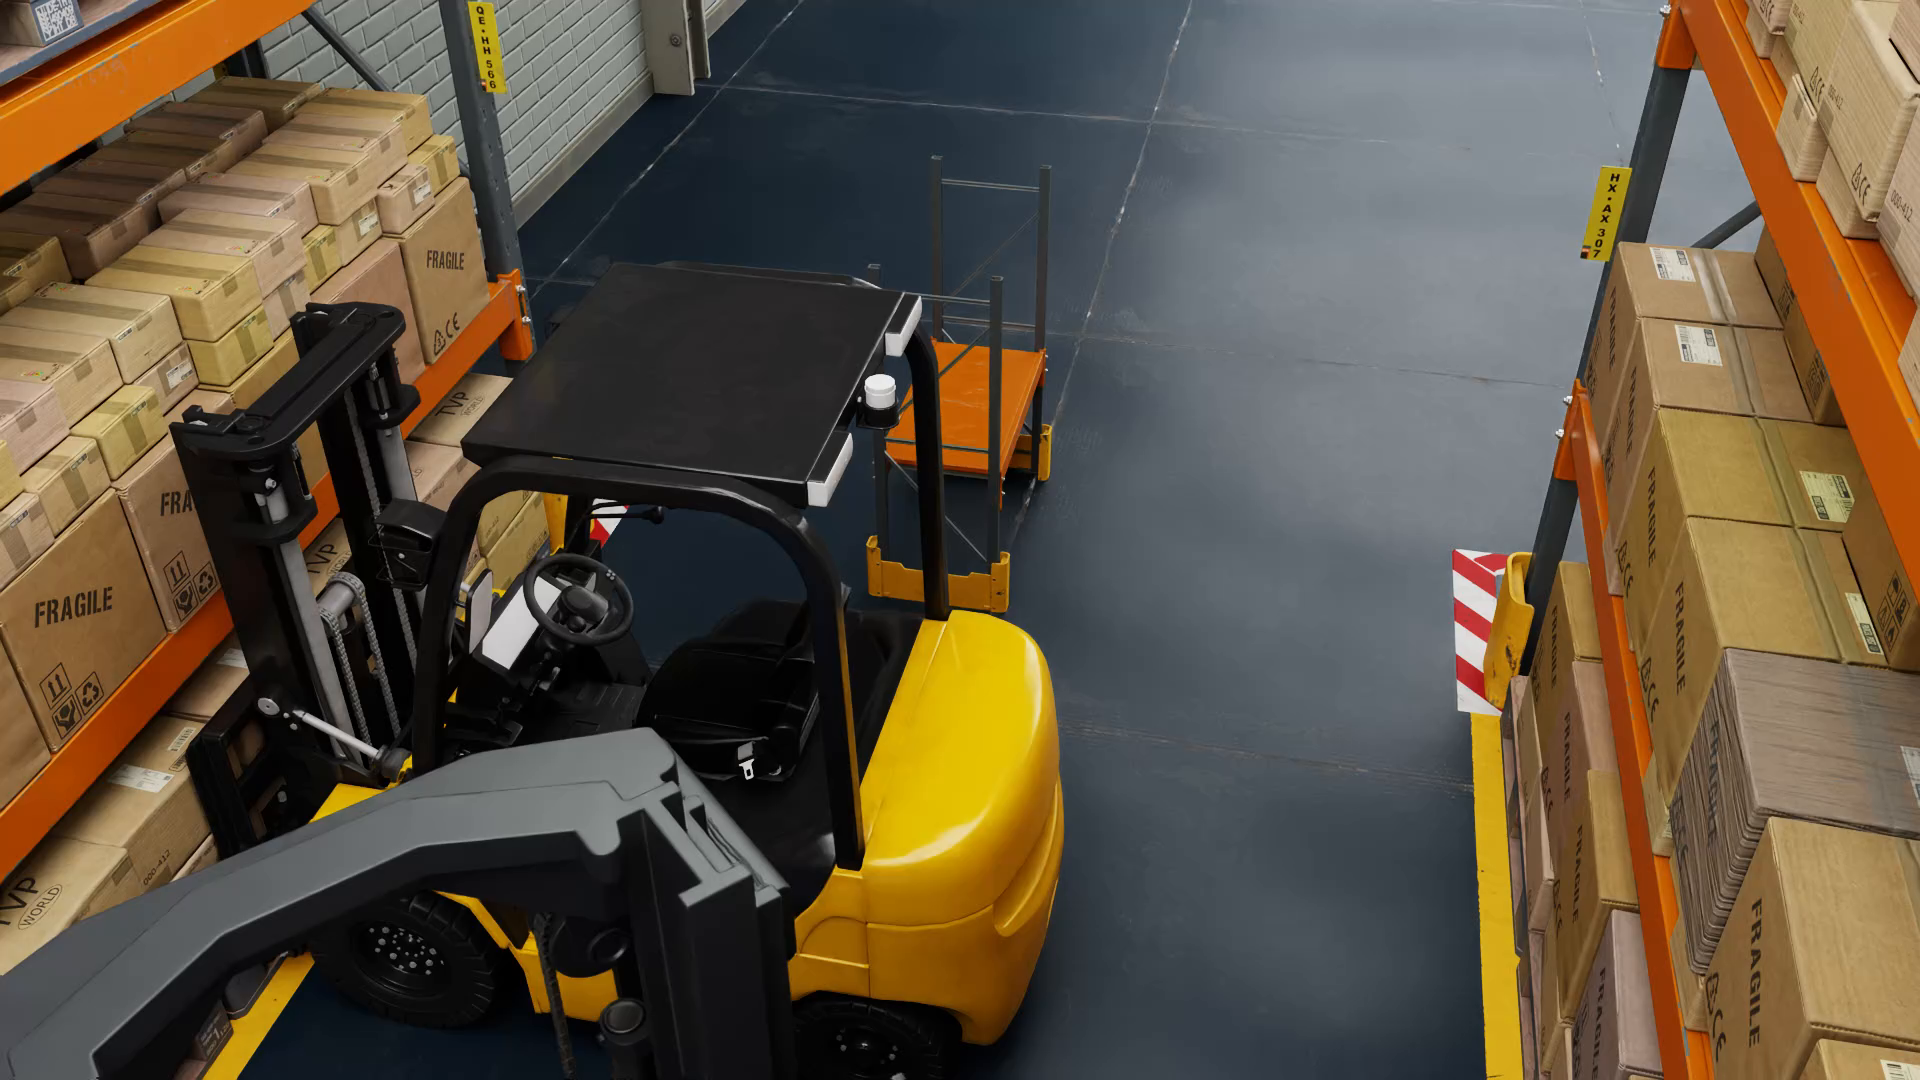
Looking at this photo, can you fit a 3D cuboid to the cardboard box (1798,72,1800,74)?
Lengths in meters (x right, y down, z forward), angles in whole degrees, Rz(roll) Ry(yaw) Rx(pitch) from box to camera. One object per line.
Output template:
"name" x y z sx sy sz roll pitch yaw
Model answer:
"cardboard box" 2.109 -0.999 3.731 0.380 0.149 0.250 6 36 9

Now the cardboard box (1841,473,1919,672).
"cardboard box" 2.376 -0.025 3.538 0.700 0.500 0.500 7 37 10

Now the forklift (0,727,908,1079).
"forklift" -0.329 1.828 2.230 1.130 2.935 3.031 -23 42 -28

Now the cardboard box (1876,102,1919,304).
"cardboard box" 1.845 -0.491 2.690 0.500 0.250 0.500 7 36 9

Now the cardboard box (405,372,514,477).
"cardboard box" -2.006 -0.422 6.409 0.500 0.250 0.500 8 37 12

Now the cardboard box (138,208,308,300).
"cardboard box" -2.207 -0.860 4.988 0.380 0.149 0.250 8 37 11

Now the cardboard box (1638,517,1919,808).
"cardboard box" 1.950 0.315 3.921 0.500 0.500 0.500 7 36 9

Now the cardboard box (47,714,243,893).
"cardboard box" -2.442 0.752 4.790 0.500 0.250 0.500 9 37 12

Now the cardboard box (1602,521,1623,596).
"cardboard box" 2.088 0.056 4.831 0.380 0.149 0.250 8 37 11

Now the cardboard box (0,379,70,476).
"cardboard box" -2.511 -0.287 4.199 0.380 0.149 0.250 7 37 10

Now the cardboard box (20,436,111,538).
"cardboard box" -2.440 -0.153 4.267 0.380 0.149 0.250 6 36 8

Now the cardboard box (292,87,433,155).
"cardboard box" -2.083 -1.455 5.810 0.380 0.149 0.250 7 37 10

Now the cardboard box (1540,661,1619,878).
"cardboard box" 2.084 0.738 5.021 0.500 0.500 0.500 6 36 8

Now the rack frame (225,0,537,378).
"rack frame" -2.212 -1.263 6.437 1.000 3.000 0.127 7 37 10

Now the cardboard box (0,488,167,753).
"cardboard box" -2.514 0.177 4.365 0.500 0.500 0.500 7 37 10

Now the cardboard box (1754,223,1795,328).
"cardboard box" 2.742 -0.889 4.729 0.700 0.500 0.500 6 36 9

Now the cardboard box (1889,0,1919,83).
"cardboard box" 1.876 -0.895 2.908 0.380 0.149 0.250 8 37 11

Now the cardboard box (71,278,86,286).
"cardboard box" -2.828 -0.830 5.202 0.380 0.149 0.250 8 37 10

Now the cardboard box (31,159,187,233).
"cardboard box" -2.691 -1.082 5.295 0.380 0.149 0.250 8 37 10

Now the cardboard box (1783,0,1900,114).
"cardboard box" 2.067 -1.076 3.496 0.500 0.250 0.500 8 37 11

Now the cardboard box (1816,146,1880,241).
"cardboard box" 1.961 -0.709 3.330 0.380 0.149 0.250 6 36 9

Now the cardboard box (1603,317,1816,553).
"cardboard box" 2.158 -0.270 4.728 0.500 0.500 0.500 8 37 11

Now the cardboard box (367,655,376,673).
"cardboard box" -2.218 0.381 5.728 0.500 0.250 0.500 7 36 9

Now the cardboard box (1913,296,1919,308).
"cardboard box" 1.925 -0.408 2.915 0.380 0.149 0.250 8 37 11

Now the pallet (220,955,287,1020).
"pallet" -2.597 1.007 5.681 1.003 0.211 1.213 7 37 10

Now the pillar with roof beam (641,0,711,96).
"pillar with roof beam" 2.246 -6.306 8.283 9.100 9.000 0.400 7 37 10

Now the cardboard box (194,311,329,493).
"cardboard box" -2.290 -0.398 5.158 0.500 0.500 0.500 7 36 9

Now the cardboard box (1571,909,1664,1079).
"cardboard box" 1.863 1.333 4.202 0.500 0.500 0.500 9 37 12

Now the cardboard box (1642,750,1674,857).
"cardboard box" 1.872 0.652 4.009 0.380 0.149 0.250 8 37 10

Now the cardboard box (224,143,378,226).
"cardboard box" -2.134 -1.156 5.398 0.380 0.149 0.250 8 37 11

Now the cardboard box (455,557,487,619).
"cardboard box" -2.119 0.273 6.302 0.500 0.250 0.500 7 37 10

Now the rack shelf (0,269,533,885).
"rack shelf" -2.639 0.175 5.066 1.077 0.370 4.000 7 37 10

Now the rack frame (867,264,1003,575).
"rack frame" -0.090 -0.365 6.475 0.500 1.500 0.032 7 37 10

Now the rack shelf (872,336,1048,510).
"rack shelf" 0.018 -0.511 6.983 0.538 0.185 1.000 7 37 10

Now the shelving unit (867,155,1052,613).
"shelving unit" 0.016 -0.651 6.870 0.587 1.500 1.083 7 37 10

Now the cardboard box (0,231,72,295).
"cardboard box" -2.875 -0.790 4.892 0.380 0.149 0.250 6 36 9

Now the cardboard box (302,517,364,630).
"cardboard box" -2.207 0.162 5.603 0.500 0.250 0.500 8 37 11

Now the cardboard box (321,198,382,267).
"cardboard box" -2.153 -1.041 5.492 0.380 0.149 0.250 8 37 11

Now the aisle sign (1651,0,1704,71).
"aisle sign" 2.348 -1.770 4.921 0.394 0.787 0.004 7 37 10

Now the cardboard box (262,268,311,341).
"cardboard box" -2.228 -0.741 5.079 0.380 0.149 0.250 6 36 8

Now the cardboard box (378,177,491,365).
"cardboard box" -2.061 -0.988 5.973 0.500 0.500 0.500 7 36 9

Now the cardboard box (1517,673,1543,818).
"cardboard box" 2.195 0.728 5.675 0.500 0.250 0.500 7 37 10

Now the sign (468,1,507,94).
"sign" -1.685 -1.752 5.923 0.100 0.325 0.005 7 37 10

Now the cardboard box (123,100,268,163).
"cardboard box" -2.610 -1.376 5.701 0.380 0.149 0.250 9 37 12

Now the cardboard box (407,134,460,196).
"cardboard box" -2.012 -1.332 5.894 0.380 0.149 0.250 8 37 11

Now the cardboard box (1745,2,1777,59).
"cardboard box" 2.191 -1.297 4.142 0.380 0.149 0.250 8 37 11

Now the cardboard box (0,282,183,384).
"cardboard box" -2.405 -0.575 4.596 0.380 0.149 0.250 8 37 11

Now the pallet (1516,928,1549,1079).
"pallet" 2.151 1.688 4.741 1.003 0.211 1.213 7 37 10

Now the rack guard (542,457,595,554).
"rack guard" -2.207 -0.265 7.189 1.175 0.500 0.348 7 37 10

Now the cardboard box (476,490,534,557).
"cardboard box" -2.011 -0.204 6.535 0.500 0.250 0.500 7 36 9

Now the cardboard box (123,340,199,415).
"cardboard box" -2.404 -0.462 4.693 0.380 0.149 0.250 7 37 10

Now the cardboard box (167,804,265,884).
"cardboard box" -2.437 0.957 4.933 0.500 0.250 0.500 7 37 10

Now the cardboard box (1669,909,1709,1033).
"cardboard box" 1.768 0.947 3.602 0.380 0.149 0.250 7 36 9

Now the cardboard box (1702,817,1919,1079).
"cardboard box" 1.739 0.907 3.103 0.500 0.500 0.500 9 37 12

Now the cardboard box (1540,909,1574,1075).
"cardboard box" 1.975 1.334 4.838 0.500 0.250 0.500 10 37 13

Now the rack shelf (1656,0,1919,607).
"rack shelf" 2.211 -0.420 3.330 1.077 0.370 4.000 7 37 10

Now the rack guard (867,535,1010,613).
"rack guard" -0.090 0.141 6.843 0.587 0.250 0.087 7 37 10
